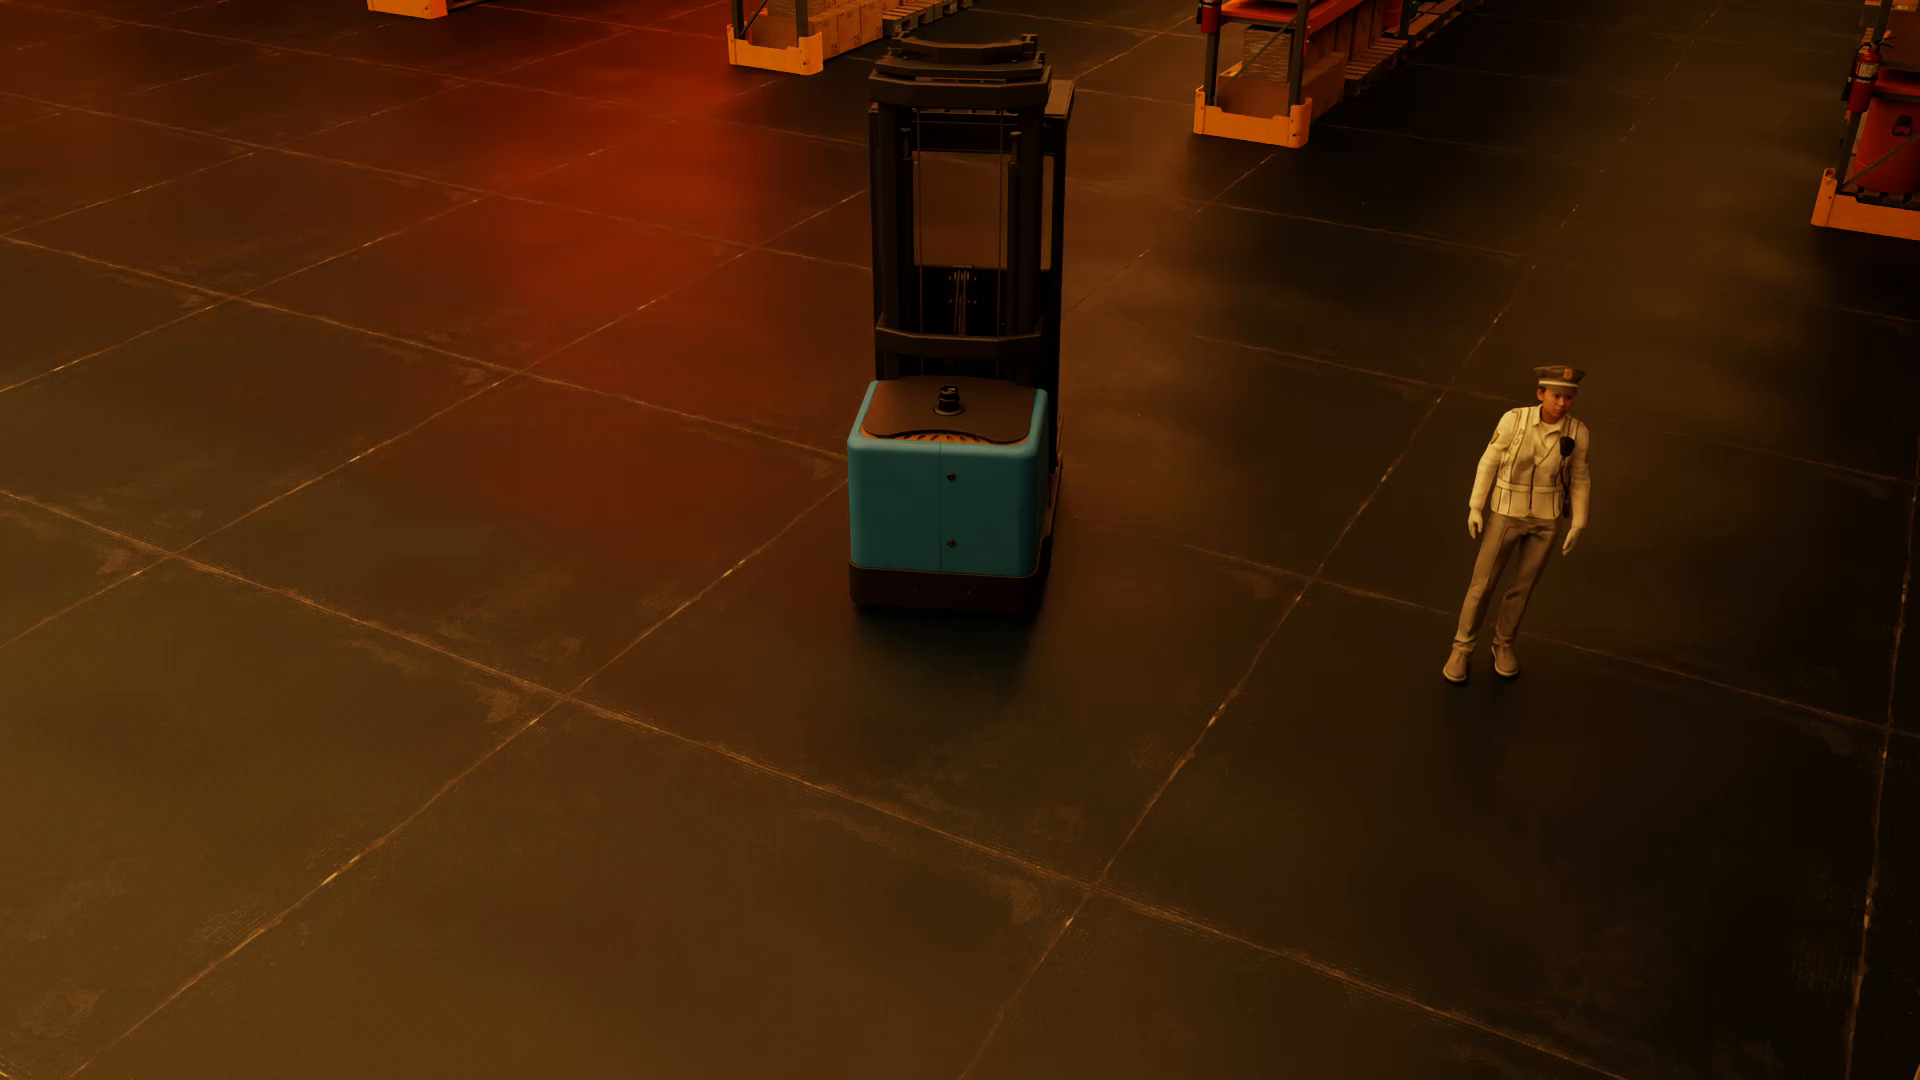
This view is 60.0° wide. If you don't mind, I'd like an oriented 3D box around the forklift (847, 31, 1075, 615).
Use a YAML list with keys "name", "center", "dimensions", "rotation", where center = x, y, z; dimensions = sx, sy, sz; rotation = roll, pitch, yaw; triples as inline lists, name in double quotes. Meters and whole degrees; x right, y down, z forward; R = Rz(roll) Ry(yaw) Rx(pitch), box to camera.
- name: "forklift"
  center: [0.072, -1.572, 9.794]
  dimensions: [1.130, 2.935, 3.031]
  rotation: [3, 30, 6]

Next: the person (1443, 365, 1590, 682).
- name: "person"
  center: [2.873, -0.083, 8.437]
  dimensions: [0.584, 1.694, 0.534]
  rotation: [7, 31, 12]
